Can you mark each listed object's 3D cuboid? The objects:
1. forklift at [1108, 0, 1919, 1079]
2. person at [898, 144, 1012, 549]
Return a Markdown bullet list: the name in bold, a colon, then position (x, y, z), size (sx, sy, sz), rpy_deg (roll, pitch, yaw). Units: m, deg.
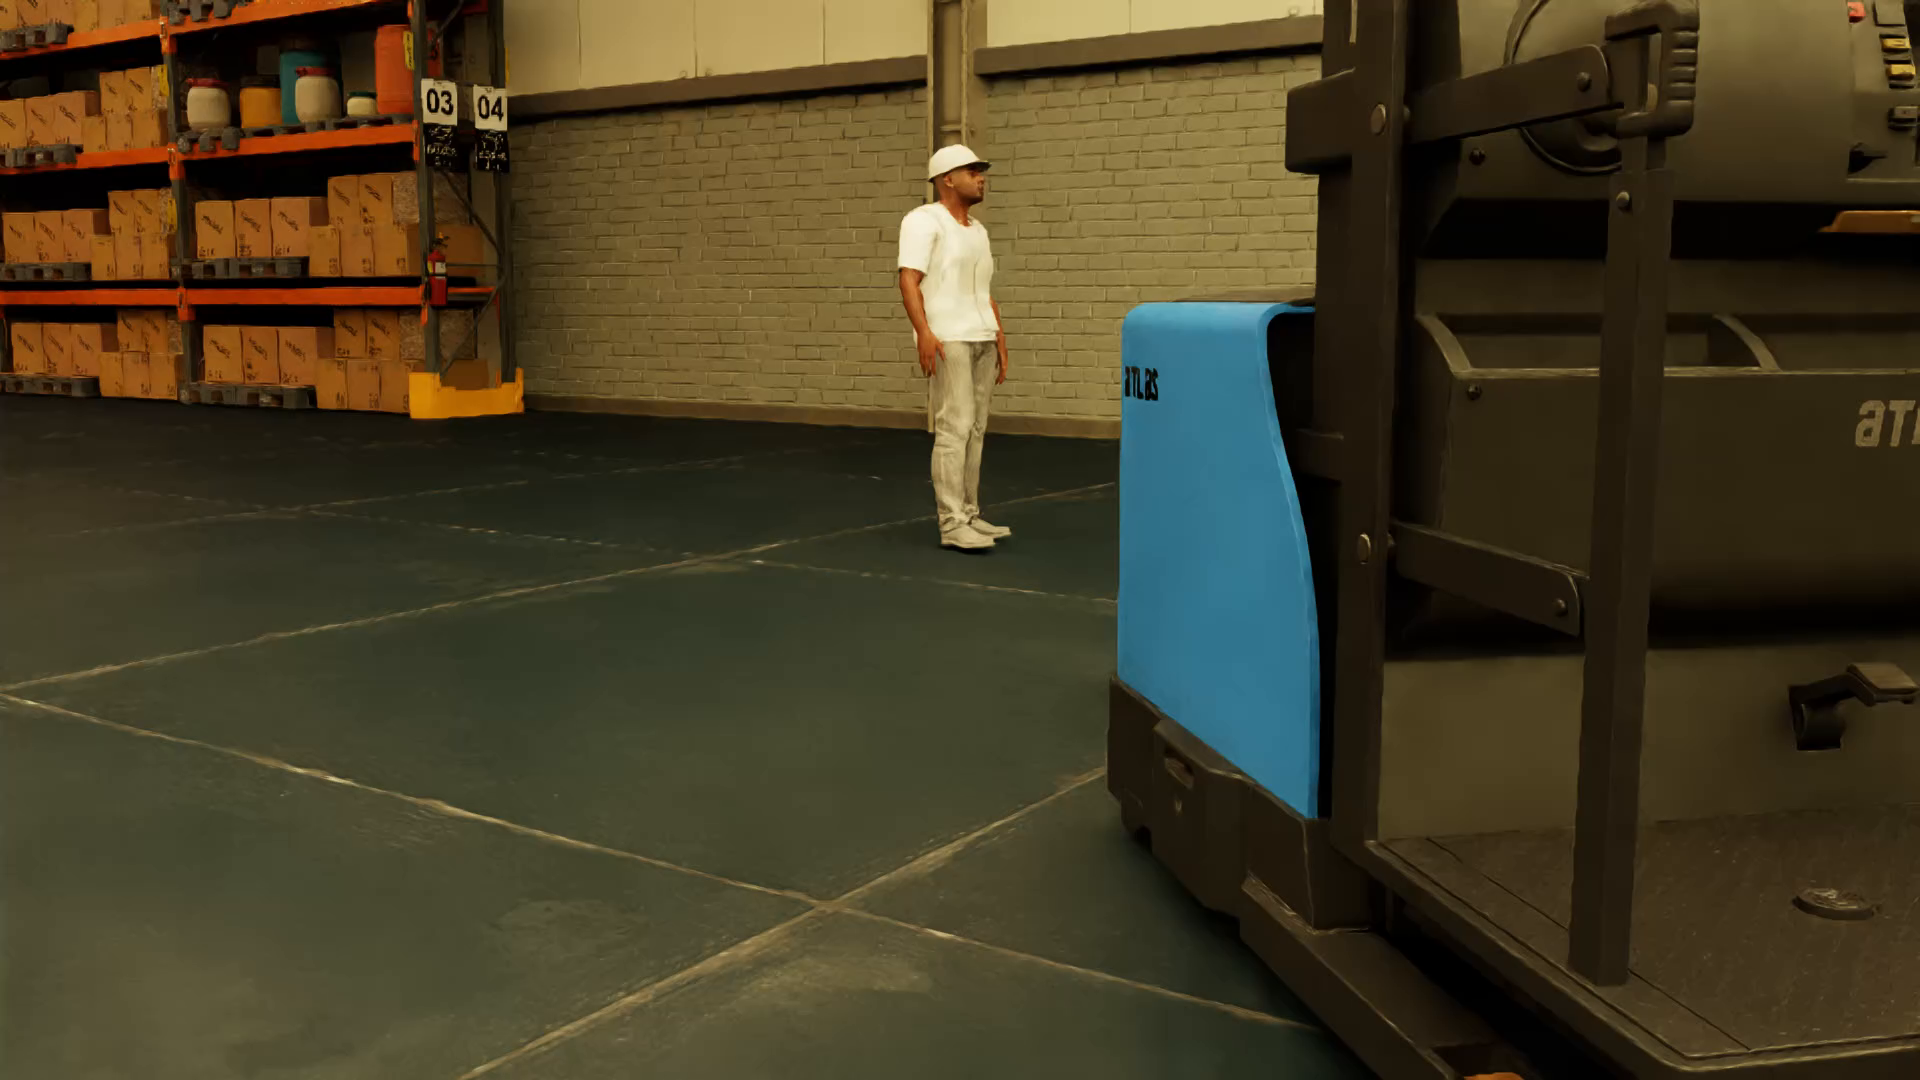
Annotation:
- **forklift**: position (1.109, -0.680, 1.974), size (1.130, 2.935, 3.031), rpy_deg (-2, 8, -12)
- **person**: position (0.055, -0.875, 7.435), size (0.576, 1.766, 0.665), rpy_deg (5, 10, 34)
